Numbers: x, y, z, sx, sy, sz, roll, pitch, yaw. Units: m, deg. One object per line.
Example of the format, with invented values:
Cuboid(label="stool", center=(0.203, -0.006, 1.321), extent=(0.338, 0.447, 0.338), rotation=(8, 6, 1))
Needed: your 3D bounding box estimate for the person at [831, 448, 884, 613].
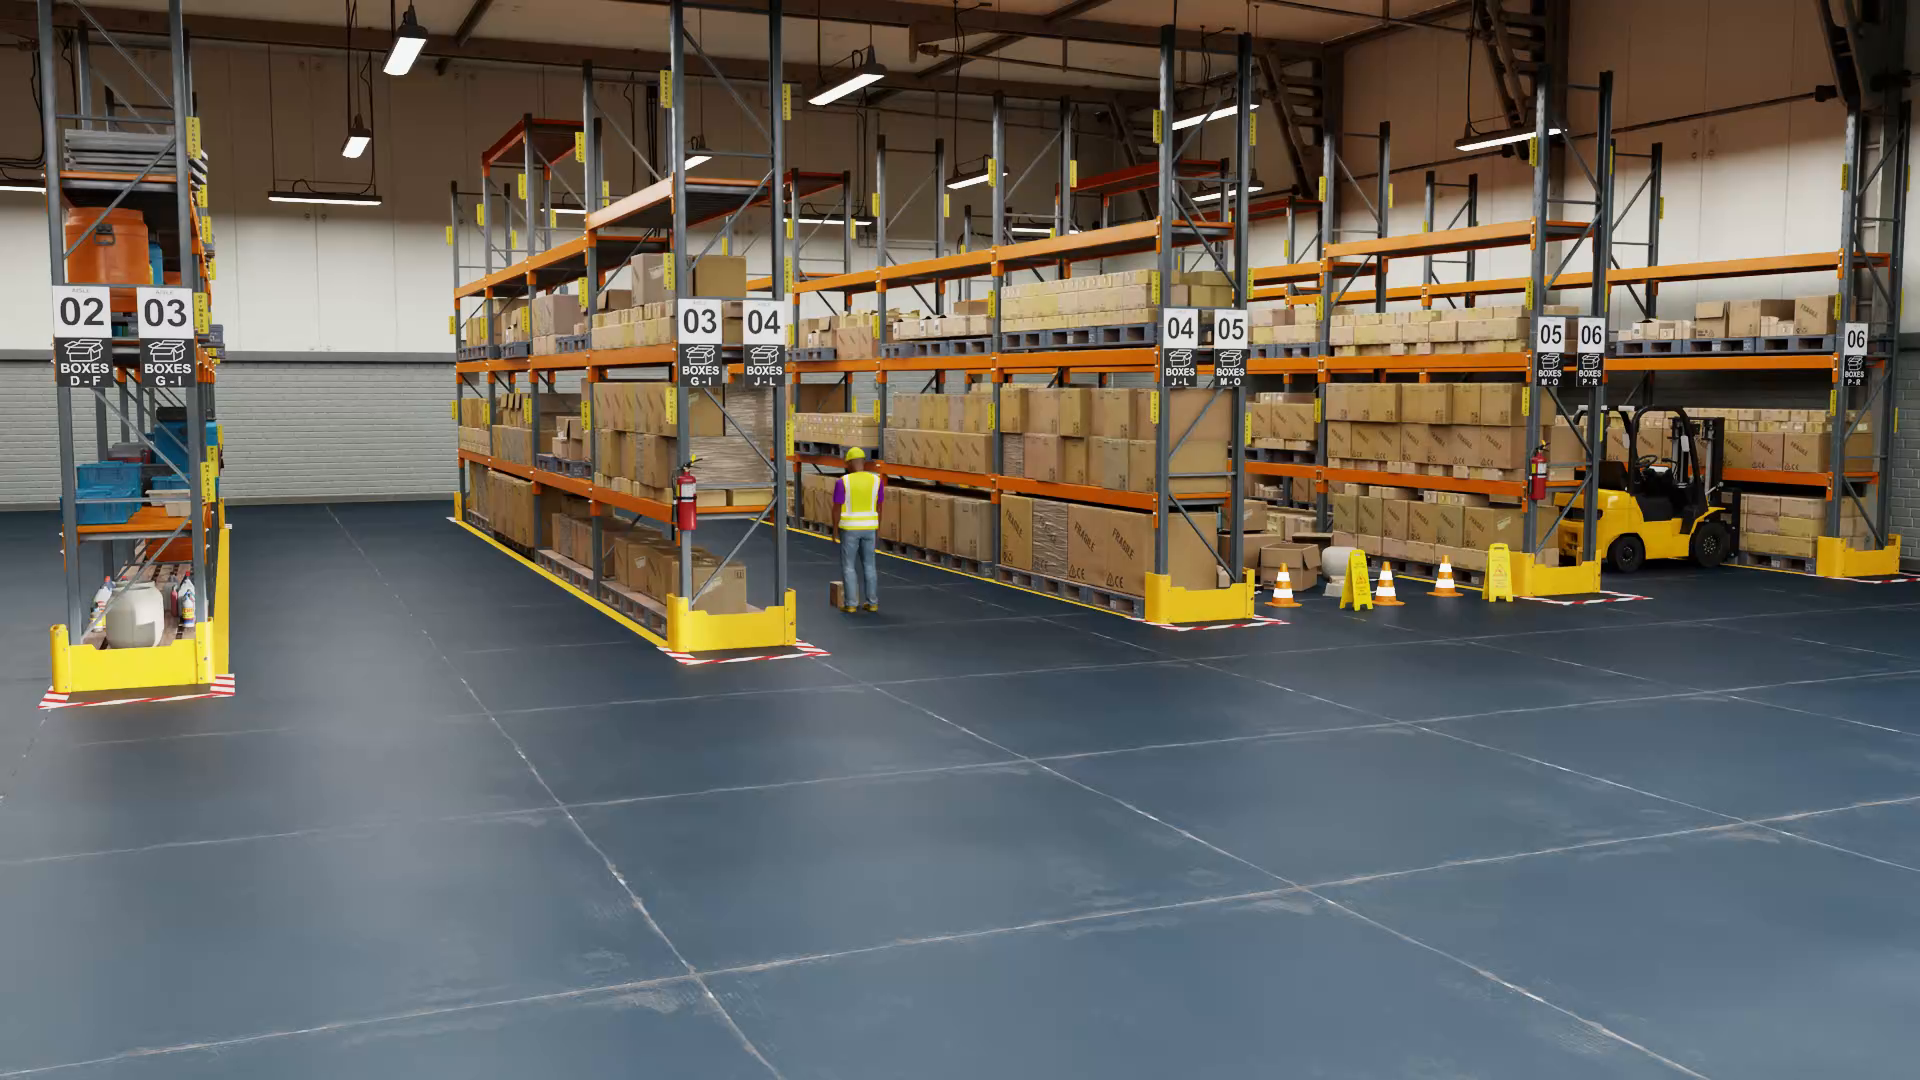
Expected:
Cuboid(label="person", center=(-1.108, -0.110, 17.866), extent=(0.571, 1.755, 0.379), rotation=(-2, 6, -23))
